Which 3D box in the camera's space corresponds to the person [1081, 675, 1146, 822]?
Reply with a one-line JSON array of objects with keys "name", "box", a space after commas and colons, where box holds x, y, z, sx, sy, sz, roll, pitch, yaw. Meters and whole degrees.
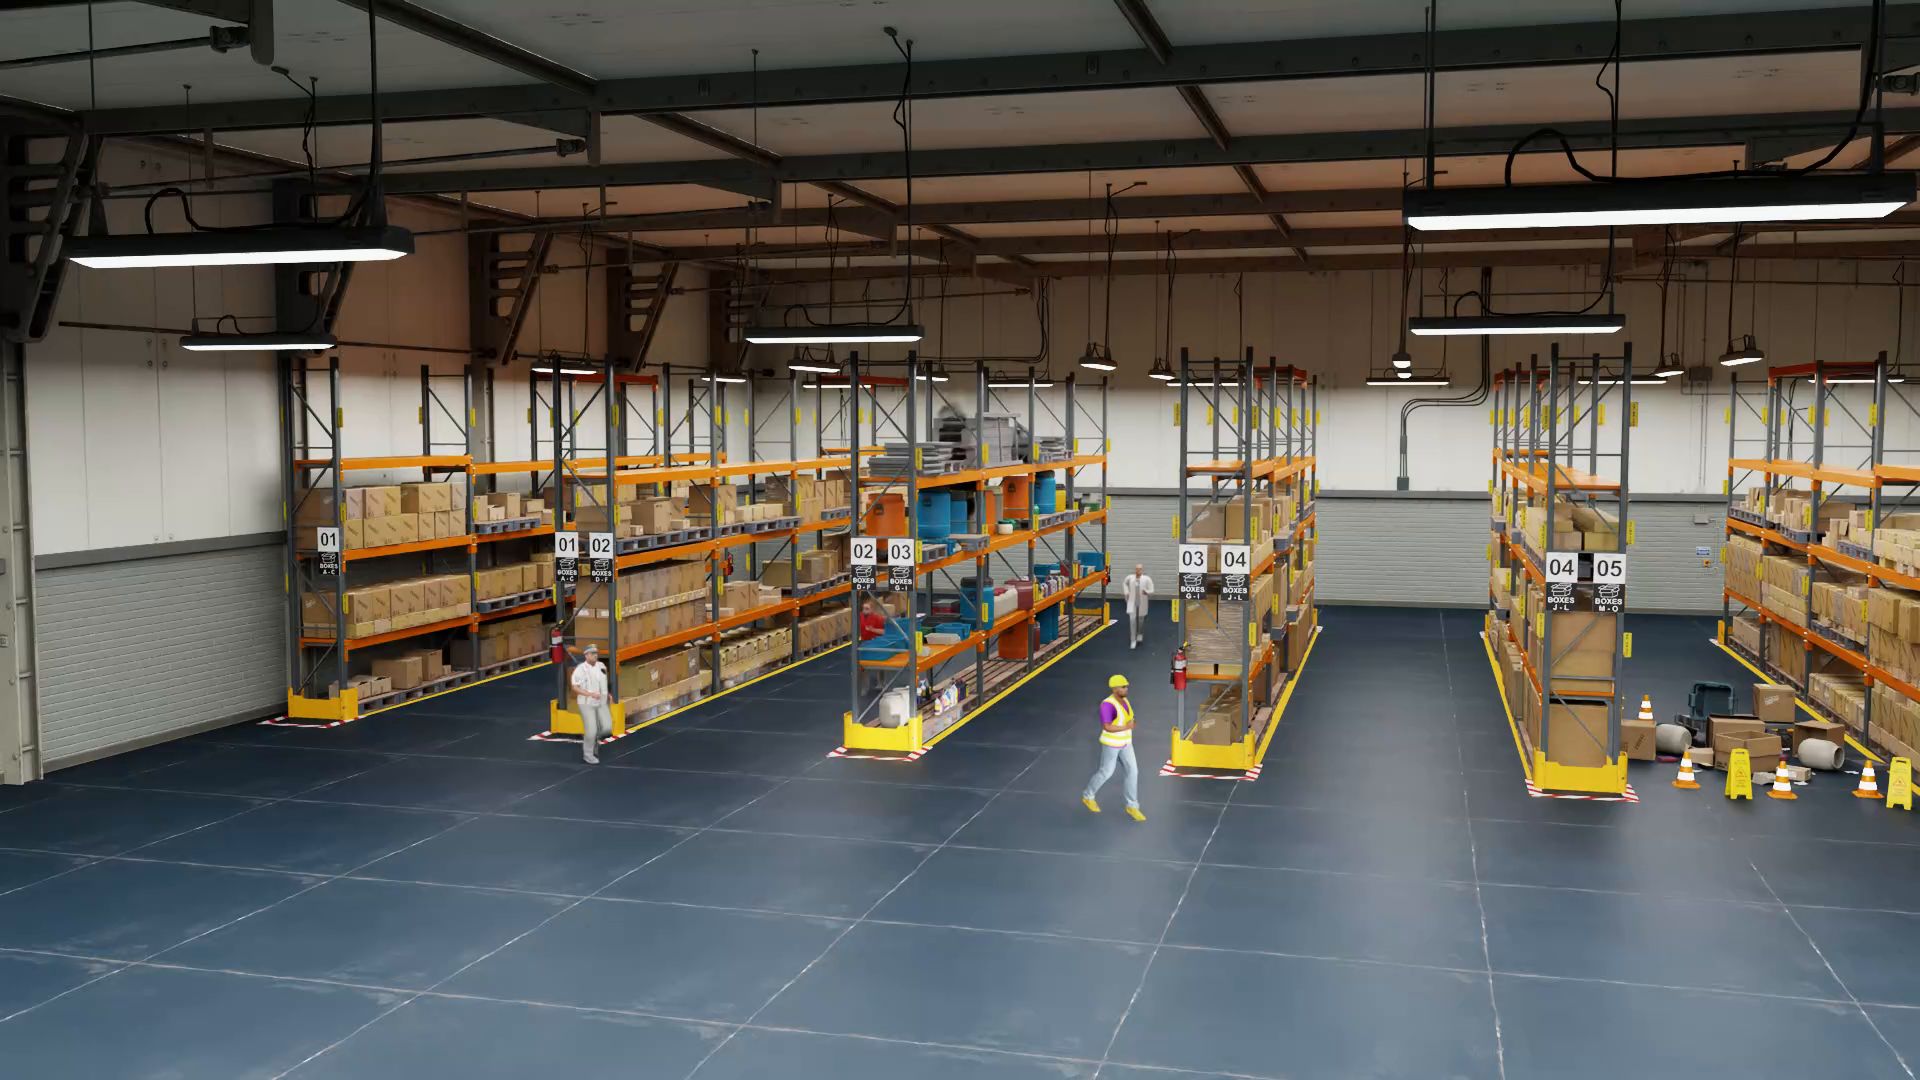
[{"name": "person", "box": [1.925, 2.576, 20.772, 0.897, 1.803, 0.681, 4, 6, 41]}]

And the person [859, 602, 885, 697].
[{"name": "person", "box": [-1.589, 1.964, 30.098, 0.650, 1.734, 0.934, 1, 4, 15]}]

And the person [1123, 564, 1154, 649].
[{"name": "person", "box": [3.905, 1.425, 36.458, 0.704, 1.802, 1.046, 1, 4, 10]}]

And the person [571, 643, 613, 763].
[{"name": "person", "box": [-5.303, 2.365, 24.137, 0.593, 1.743, 0.658, 4, 6, 44]}]
